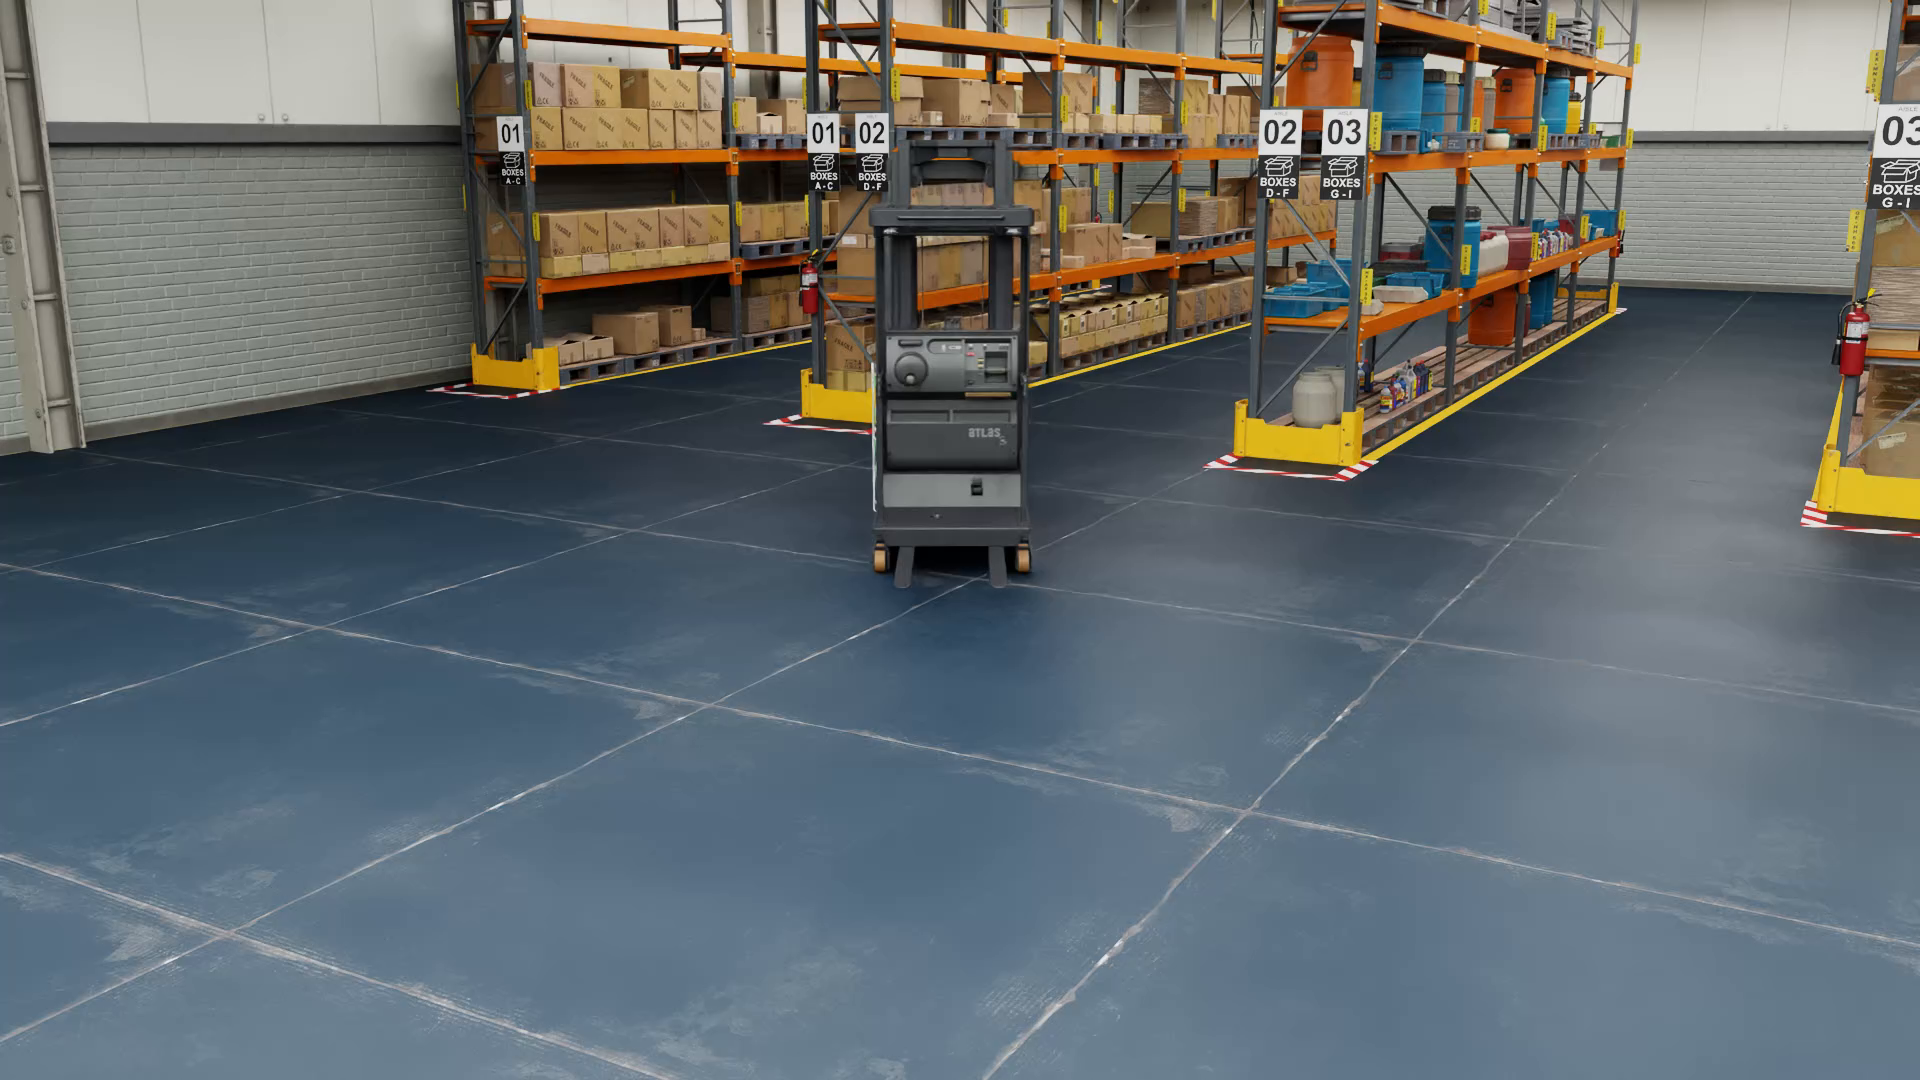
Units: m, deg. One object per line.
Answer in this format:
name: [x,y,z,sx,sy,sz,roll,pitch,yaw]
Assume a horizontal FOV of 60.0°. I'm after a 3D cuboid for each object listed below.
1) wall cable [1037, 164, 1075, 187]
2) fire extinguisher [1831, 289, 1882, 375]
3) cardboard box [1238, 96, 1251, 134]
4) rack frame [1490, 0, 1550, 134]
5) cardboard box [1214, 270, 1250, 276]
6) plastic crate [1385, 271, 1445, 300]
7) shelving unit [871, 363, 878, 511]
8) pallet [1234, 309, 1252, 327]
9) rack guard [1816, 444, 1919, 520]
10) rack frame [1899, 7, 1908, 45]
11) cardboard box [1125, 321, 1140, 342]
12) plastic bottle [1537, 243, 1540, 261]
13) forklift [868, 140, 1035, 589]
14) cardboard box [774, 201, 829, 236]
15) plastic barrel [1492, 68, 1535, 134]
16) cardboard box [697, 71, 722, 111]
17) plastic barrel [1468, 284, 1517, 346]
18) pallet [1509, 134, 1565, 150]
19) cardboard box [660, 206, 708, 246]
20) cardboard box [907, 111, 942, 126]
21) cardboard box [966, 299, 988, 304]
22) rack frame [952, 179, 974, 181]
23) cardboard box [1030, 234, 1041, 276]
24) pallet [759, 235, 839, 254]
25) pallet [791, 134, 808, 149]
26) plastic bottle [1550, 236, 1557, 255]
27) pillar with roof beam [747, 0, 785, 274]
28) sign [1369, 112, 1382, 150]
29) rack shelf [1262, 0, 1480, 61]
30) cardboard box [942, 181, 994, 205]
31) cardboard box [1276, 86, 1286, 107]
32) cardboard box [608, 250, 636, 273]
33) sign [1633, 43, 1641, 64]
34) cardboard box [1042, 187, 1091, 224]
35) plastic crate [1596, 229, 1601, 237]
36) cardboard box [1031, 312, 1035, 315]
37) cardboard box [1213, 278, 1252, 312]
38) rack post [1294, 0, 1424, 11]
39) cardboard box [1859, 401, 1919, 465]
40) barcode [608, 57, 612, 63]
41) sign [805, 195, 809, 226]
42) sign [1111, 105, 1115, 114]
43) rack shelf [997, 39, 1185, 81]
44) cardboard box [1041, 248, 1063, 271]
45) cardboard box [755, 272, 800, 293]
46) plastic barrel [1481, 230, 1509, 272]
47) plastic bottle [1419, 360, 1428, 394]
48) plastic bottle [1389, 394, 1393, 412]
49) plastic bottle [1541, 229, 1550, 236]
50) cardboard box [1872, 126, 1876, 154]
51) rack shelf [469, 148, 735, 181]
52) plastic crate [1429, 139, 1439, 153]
wall cable: [2.047,-7.484,35.008,0.084,1.984,1.851,7,15,28]
fire extinguisher: [7.070,-1.645,13.121,0.296,0.674,0.183,7,15,28]
cardboard box: [4.352,-6.903,27.045,0.600,0.600,0.600,6,15,23]
rack frame: [7.061,-6.773,21.425,1.000,3.000,0.127,7,15,28]
cardboard box: [4.687,-4.387,28.723,0.500,0.500,0.500,7,15,28]
plastic crate: [4.830,-2.705,17.672,0.499,0.251,0.616,7,15,28]
shelving unit: [-0.434,-0.816,13.357,0.503,1.200,0.258,-3,14,-14]
pallet: [4.300,-3.712,27.480,1.003,0.211,1.213,7,15,28]
rack guard: [7.566,-0.454,13.350,1.175,0.500,0.348,7,15,28]
rack frame: [9.463,-5.391,15.694,1.000,3.000,0.127,7,15,28]
cardboard box: [2.194,-2.941,23.303,0.500,0.250,0.500,8,16,29]
plastic bottle: [7.993,-4.016,23.041,0.061,0.283,0.133,7,15,28]
forklift: [-0.054,-1.266,11.532,1.130,2.935,3.031,0,14,0]
cardboard box: [-2.413,-4.885,25.246,0.700,0.500,0.500,7,15,28]
plastic barrel: [7.338,-5.843,22.159,0.600,0.830,0.708,7,15,28]
cardboard box: [-3.550,-6.027,22.344,0.500,0.500,0.500,6,15,23]
plastic barrel: [7.282,-3.108,22.758,0.600,0.830,0.708,7,15,28]
pallet: [7.516,-5.368,22.404,1.003,0.211,1.213,7,15,28]
cardboard box: [-3.739,-4.224,22.333,0.500,0.500,0.500,7,15,28]
cardboard box: [-0.418,-4.607,18.182,0.380,0.149,0.250,7,15,28]
cardboard box: [0.295,-2.770,20.993,0.500,0.500,0.500,7,15,28]
rack frame: [0.322,-5.799,30.188,1.000,3.000,0.127,7,15,28]
cardboard box: [0.584,-3.554,20.663,0.700,0.500,0.500,7,15,27]
pallet: [-2.533,-4.475,25.103,1.003,0.211,1.213,7,15,28]
pallet: [-2.655,-5.853,24.410,1.213,0.211,1.003,7,15,28]
plastic bottle: [8.601,-4.293,24.205,0.152,0.276,0.135,7,15,28]
pillar with roof beam: [0.771,-7.239,23.358,9.100,9.000,0.400,7,15,28]
sign: [3.673,-3.614,14.706,0.100,0.325,0.005,7,15,28]
rack shelf: [4.160,-4.997,16.451,1.077,0.370,4.000,7,15,28]
cardboard box: [0.098,-3.979,19.655,0.700,0.500,0.500,7,15,28]
cardboard box: [5.228,-7.422,28.174,0.700,0.500,0.500,7,15,28]
cardboard box: [-4.475,-3.550,21.137,0.500,0.250,0.500,7,15,27]
sign: [11.418,-8.198,28.027,0.100,0.325,0.005,7,15,28]
cardboard box: [2.018,-6.660,33.119,0.980,0.700,0.700,8,16,31]
plastic crate: [10.540,-5.153,27.942,0.396,0.136,0.243,7,15,28]
cardboard box: [0.738,-2.853,21.742,0.500,0.311,0.500,7,15,28]
cardboard box: [4.426,-4.003,27.134,0.500,0.500,0.500,7,15,28]
rack post: [3.670,-5.029,15.259,0.937,0.300,0.954,9,16,34]
cardboard box: [8.105,-0.895,14.285,0.500,0.500,0.500,13,19,43]
barcode: [-4.594,-6.303,21.825,0.001,0.075,0.075,7,15,28]
sign: [-1.609,-3.519,17.755,0.100,0.325,0.005,7,15,28]
sign: [2.252,-6.190,24.304,0.100,0.325,0.005,7,15,28]
rack shelf: [1.760,-6.380,22.186,1.077,0.370,4.000,7,15,28]
cardboard box: [0.993,-3.631,21.513,0.500,0.250,0.500,9,16,32]
cardboard box: [-2.746,-3.872,24.989,0.500,0.250,0.500,7,15,26]
plastic barrel: [6.750,-3.675,21.140,0.421,0.512,0.421,0,14,0]
plastic bottle: [5.068,-1.797,18.300,0.144,0.351,0.185,7,15,27]
plastic bottle: [4.393,-1.426,17.081,0.097,0.201,0.097,0,14,0]
plastic bottle: [8.621,-4.406,24.513,0.144,0.351,0.185,7,15,28]
cardboard box: [7.540,-3.167,13.188,0.500,0.250,0.500,8,16,29]
rack shelf: [-4.512,-4.856,21.411,1.077,0.370,4.000,7,15,28]
plastic crate: [4.705,-3.990,16.848,0.243,0.136,0.396,7,15,28]
